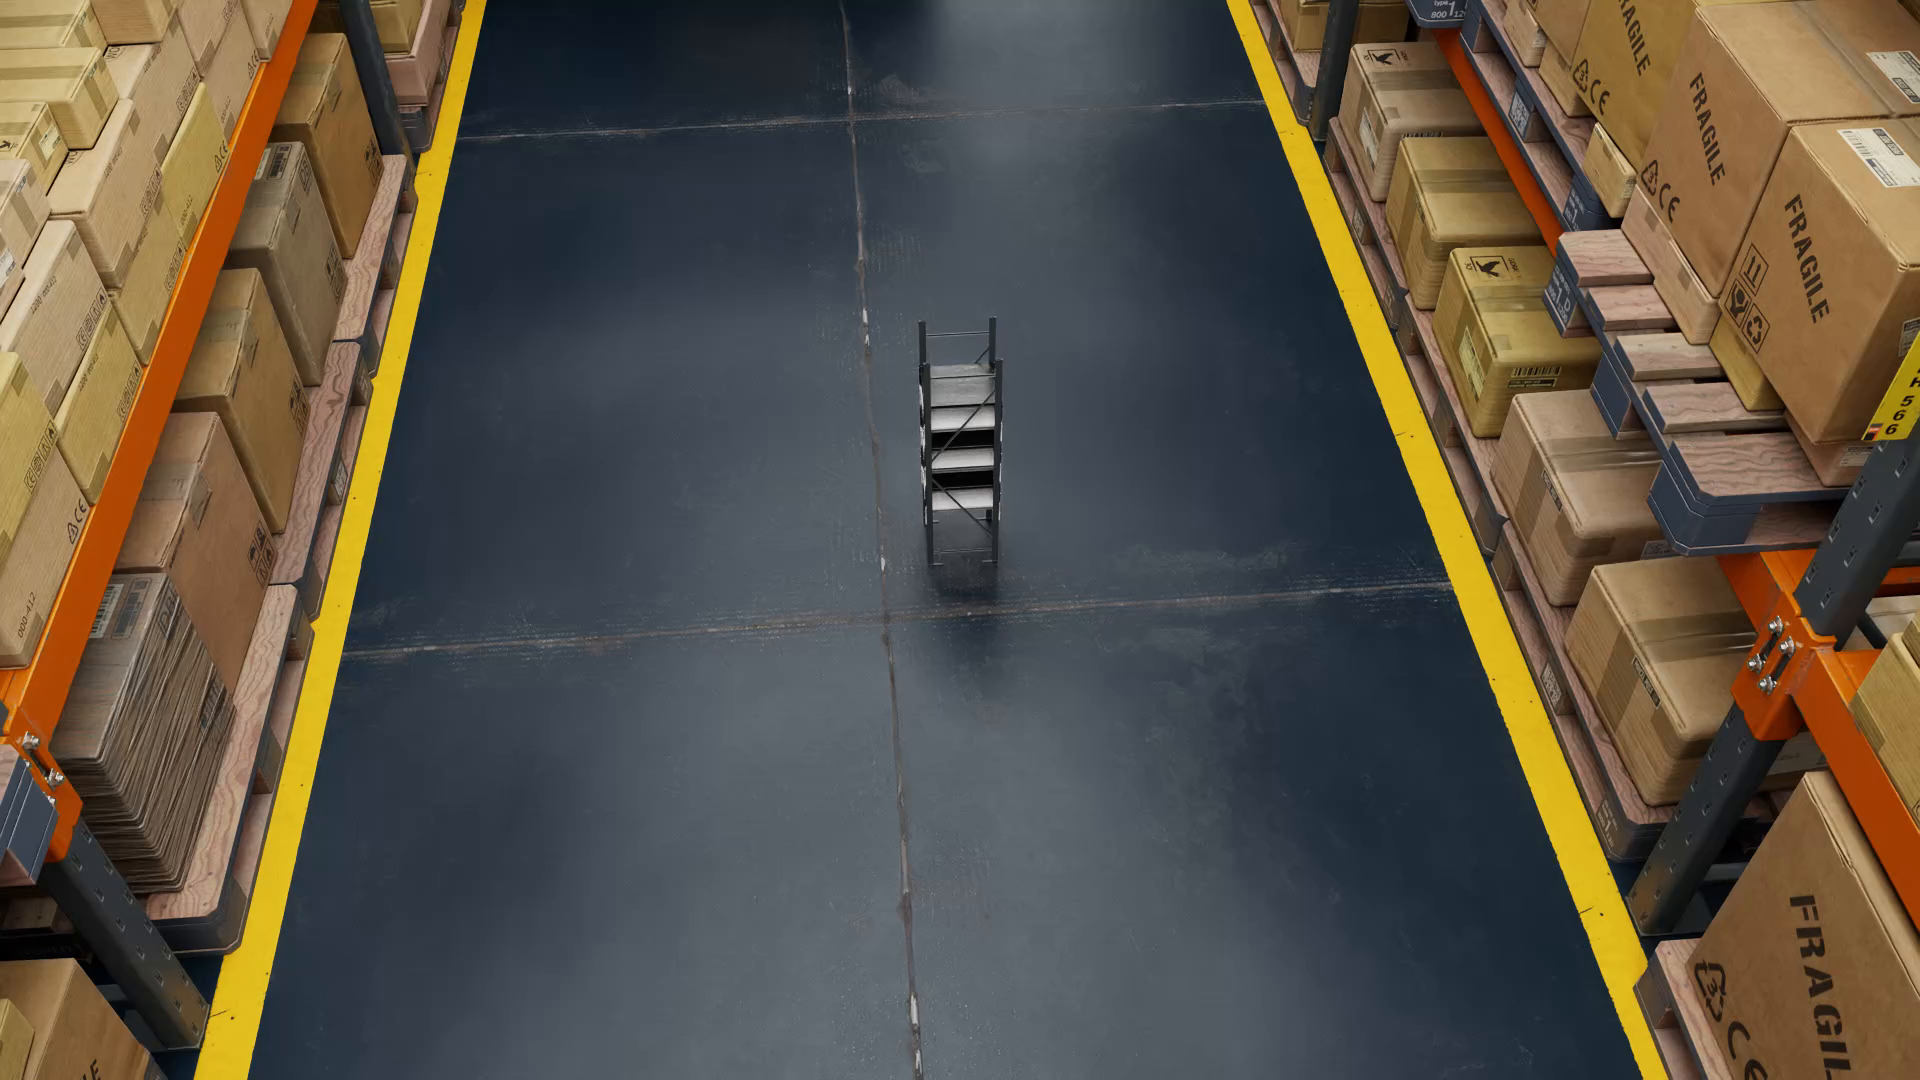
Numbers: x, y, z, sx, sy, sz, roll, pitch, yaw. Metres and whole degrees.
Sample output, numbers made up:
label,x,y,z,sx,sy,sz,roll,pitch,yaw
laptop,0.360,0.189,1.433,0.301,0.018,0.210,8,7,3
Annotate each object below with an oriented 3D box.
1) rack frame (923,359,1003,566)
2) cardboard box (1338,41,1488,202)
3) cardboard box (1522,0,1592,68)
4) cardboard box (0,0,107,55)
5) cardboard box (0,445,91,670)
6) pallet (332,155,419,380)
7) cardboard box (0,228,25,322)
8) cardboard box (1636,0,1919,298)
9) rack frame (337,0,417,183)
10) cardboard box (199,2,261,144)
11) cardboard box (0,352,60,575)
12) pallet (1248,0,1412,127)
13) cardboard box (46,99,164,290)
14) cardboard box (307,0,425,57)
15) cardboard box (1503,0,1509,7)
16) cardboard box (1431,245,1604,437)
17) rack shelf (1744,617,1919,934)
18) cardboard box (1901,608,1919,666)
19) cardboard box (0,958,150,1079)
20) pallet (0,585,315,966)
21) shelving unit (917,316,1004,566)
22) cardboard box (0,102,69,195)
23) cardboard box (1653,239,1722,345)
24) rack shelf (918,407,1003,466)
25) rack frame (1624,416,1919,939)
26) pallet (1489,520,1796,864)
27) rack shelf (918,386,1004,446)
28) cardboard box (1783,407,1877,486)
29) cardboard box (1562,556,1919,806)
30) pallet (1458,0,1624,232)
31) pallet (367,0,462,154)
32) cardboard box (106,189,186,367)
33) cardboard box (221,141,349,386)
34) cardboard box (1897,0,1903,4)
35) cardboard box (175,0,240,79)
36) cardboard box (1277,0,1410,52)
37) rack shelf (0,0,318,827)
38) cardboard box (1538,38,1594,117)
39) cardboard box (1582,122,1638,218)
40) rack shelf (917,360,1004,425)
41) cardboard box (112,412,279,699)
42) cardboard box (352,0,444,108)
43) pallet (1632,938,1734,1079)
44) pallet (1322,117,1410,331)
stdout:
label,x,y,z,sx,sy,sz,roll,pitch,yaw
rack frame,0.009,-0.230,5.348,0.240,0.900,0.006,-3,47,-3
cardboard box,2.120,-1.739,6.852,0.950,0.372,0.625,-3,47,-3
cardboard box,1.951,-1.710,4.741,0.500,0.500,0.500,-5,47,-5
cardboard box,-2.507,-1.301,4.401,0.380,0.149,0.250,-3,47,-3
cardboard box,-2.331,0.036,3.753,0.500,0.250,0.500,-3,47,-3
pallet,-2.772,-1.084,6.631,1.003,0.211,1.213,-3,47,-3
cardboard box,-2.341,-0.563,3.702,0.380,0.149,0.250,-2,47,-2
cardboard box,2.039,-0.950,4.021,0.500,0.500,0.500,-4,47,-4
rack frame,-2.872,-2.574,6.121,1.000,3.000,0.127,-3,47,-3
cardboard box,-2.511,-1.449,5.159,0.500,0.250,0.500,-3,47,-3
cardboard box,-2.306,-0.137,3.573,0.500,0.250,0.500,-4,47,-3
pallet,1.982,-2.403,7.880,1.003,0.211,1.213,-3,47,-3
cardboard box,-2.398,-0.878,4.274,0.500,0.250,0.500,-5,47,-4
cardboard box,-2.605,-2.313,7.135,0.500,0.250,0.500,-4,47,-3
cardboard box,1.916,-1.768,5.242,0.380,0.149,0.250,-3,47,-3
cardboard box,2.244,-0.717,5.883,0.950,0.372,0.625,-2,47,-2
rack shelf,2.576,1.710,2.560,1.077,0.370,4.000,-3,47,-3
cardboard box,2.205,0.277,3.180,0.500,0.250,0.500,-4,47,-4
cardboard box,-2.288,1.328,3.858,0.500,0.500,0.500,-2,47,-2
pallet,-2.567,0.681,4.959,1.003,0.211,1.213,-3,47,-3
shelving unit,0.001,-0.304,5.418,0.258,0.900,0.210,-3,47,-3
cardboard box,-2.427,-0.931,4.050,0.380,0.149,0.250,-3,47,-3
cardboard box,1.986,-0.634,4.168,0.380,0.149,0.250,-4,47,-4
rack shelf,0.001,-0.343,5.377,0.258,0.077,0.200,-3,47,-3
rack frame,2.409,0.016,3.669,1.000,3.000,0.127,-3,47,-3
pallet,2.345,0.409,5.217,1.003,0.211,1.213,-3,47,-3
rack shelf,0.001,-0.404,5.311,0.258,0.077,0.200,-3,47,-3
cardboard box,2.147,-0.265,3.819,0.380,0.149,0.250,-2,47,-2
cardboard box,2.371,0.366,4.858,0.950,0.372,0.625,-6,47,-6
pallet,2.202,-1.348,5.093,1.003,0.211,1.213,-3,47,-3
pallet,-2.897,-2.193,7.681,1.003,0.211,1.213,-3,47,-3
cardboard box,-2.418,-0.700,4.451,0.500,0.250,0.500,-5,47,-5
cardboard box,-2.760,-0.963,5.942,0.875,0.625,0.625,-4,47,-4
cardboard box,2.500,-1.365,4.414,0.500,0.500,0.500,-3,47,-3
cardboard box,-2.489,-1.612,4.970,0.500,0.250,0.500,-3,47,-3
cardboard box,1.756,-2.488,7.645,0.500,0.250,0.500,-2,47,-1
rack shelf,-2.705,-0.879,5.012,1.077,0.370,4.000,-3,47,-3
cardboard box,1.938,-1.381,4.876,0.380,0.149,0.250,-5,47,-5
cardboard box,1.936,-1.015,4.529,0.380,0.149,0.250,-3,47,-3
rack shelf,0.001,-0.466,5.246,0.258,0.077,0.200,-3,47,-3
cardboard box,-2.639,0.068,4.966,0.875,0.625,0.625,-2,47,-2
cardboard box,-2.583,-2.143,7.318,0.500,0.250,0.500,-3,47,-3
pallet,2.399,1.550,4.137,1.003,0.211,1.213,-3,47,-3
pallet,2.140,-1.356,6.889,1.003,0.211,1.213,-3,47,-3
